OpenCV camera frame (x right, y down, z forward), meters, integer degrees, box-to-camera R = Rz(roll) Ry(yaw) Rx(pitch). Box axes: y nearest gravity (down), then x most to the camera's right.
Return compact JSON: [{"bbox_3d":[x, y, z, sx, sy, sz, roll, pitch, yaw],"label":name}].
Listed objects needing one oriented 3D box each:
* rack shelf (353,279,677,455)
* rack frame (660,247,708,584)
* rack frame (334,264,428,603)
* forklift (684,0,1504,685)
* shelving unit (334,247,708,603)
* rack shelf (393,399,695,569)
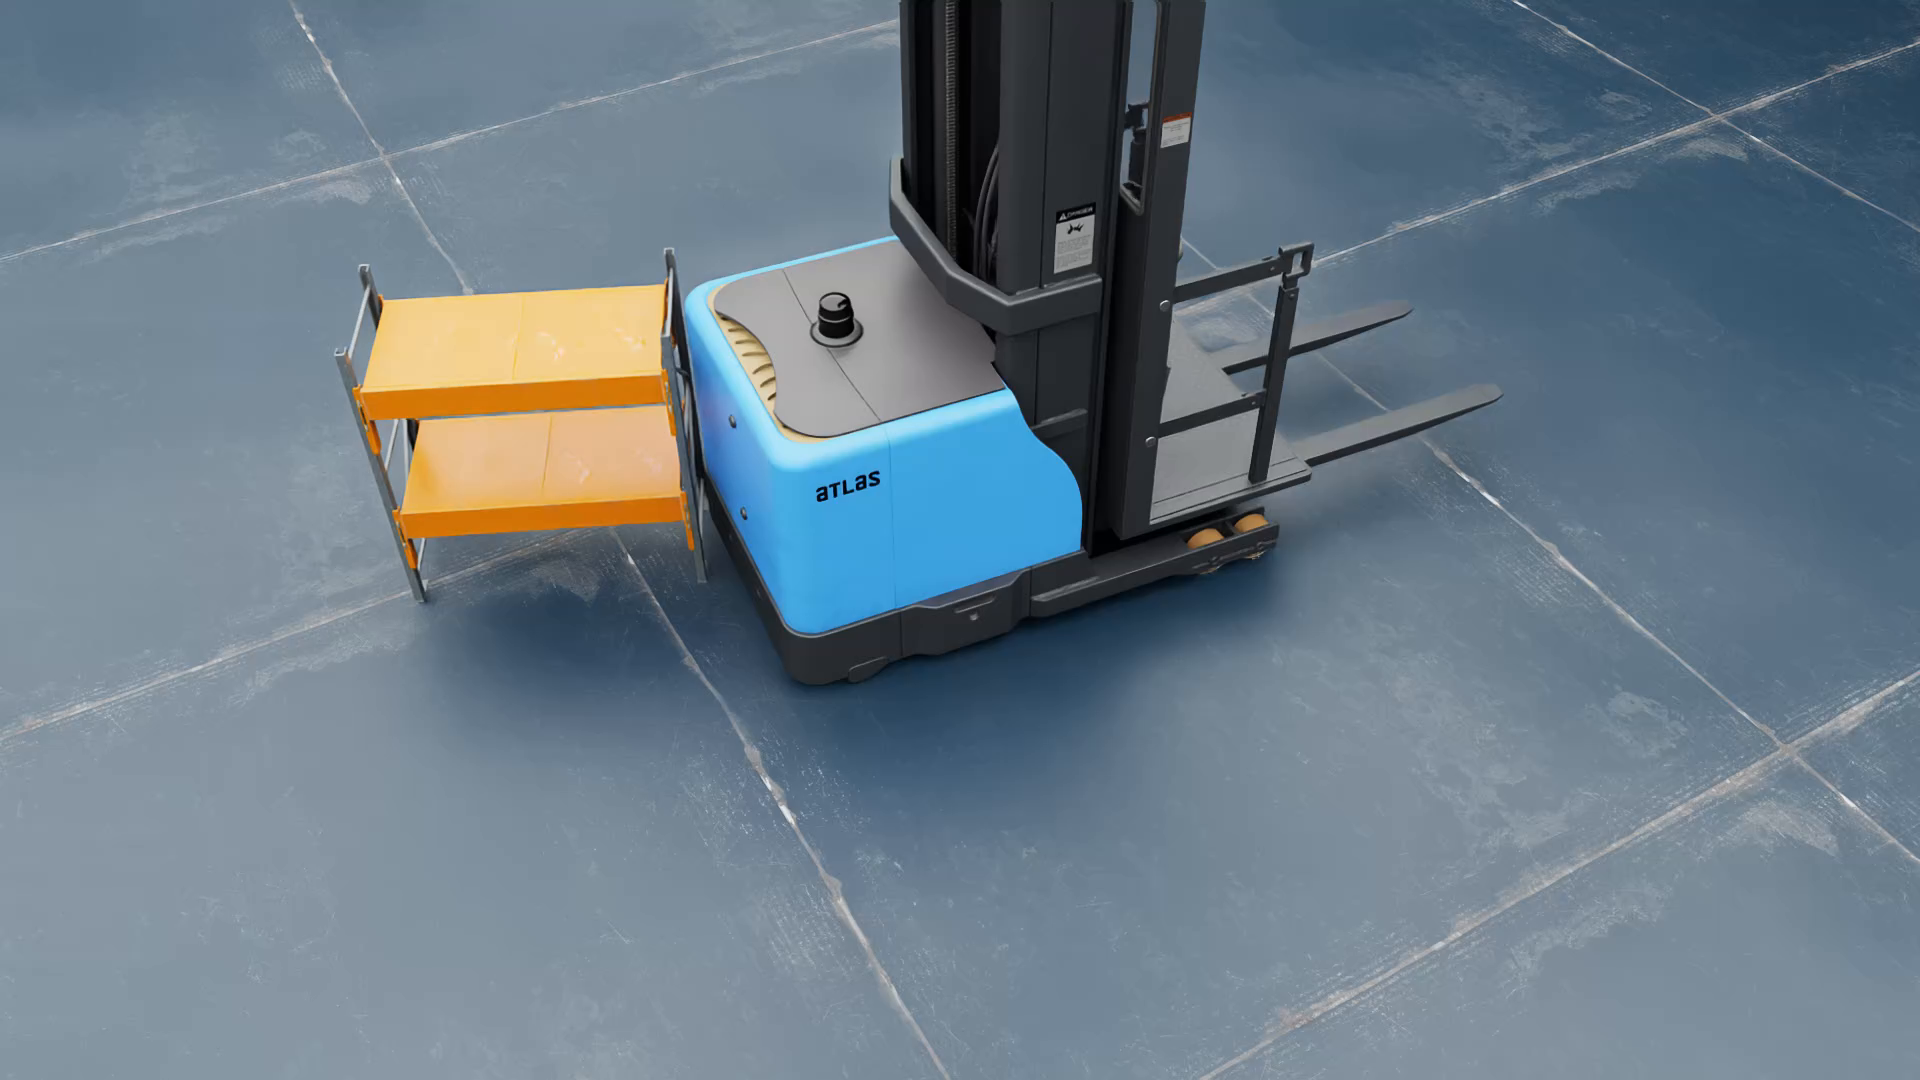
[{"bbox_3d":[-1.472,-0.594,5.634,1.000,0.278,0.538,-4,44,-4],"label":"rack shelf"},{"bbox_3d":[-0.966,-0.418,5.873,0.032,1.125,0.500,-4,44,-4],"label":"rack frame"},{"bbox_3d":[-1.978,-0.350,5.803,0.032,1.125,0.500,-4,44,-4],"label":"rack frame"},{"bbox_3d":[0.621,-1.248,5.432,3.031,2.935,1.130,-17,47,-17],"label":"forklift"},{"bbox_3d":[-1.472,-0.384,5.838,1.048,1.125,0.538,-4,44,-4],"label":"shelving unit"},{"bbox_3d":[-1.472,-0.209,6.008,1.000,0.278,0.538,-4,44,-4],"label":"rack shelf"}]
